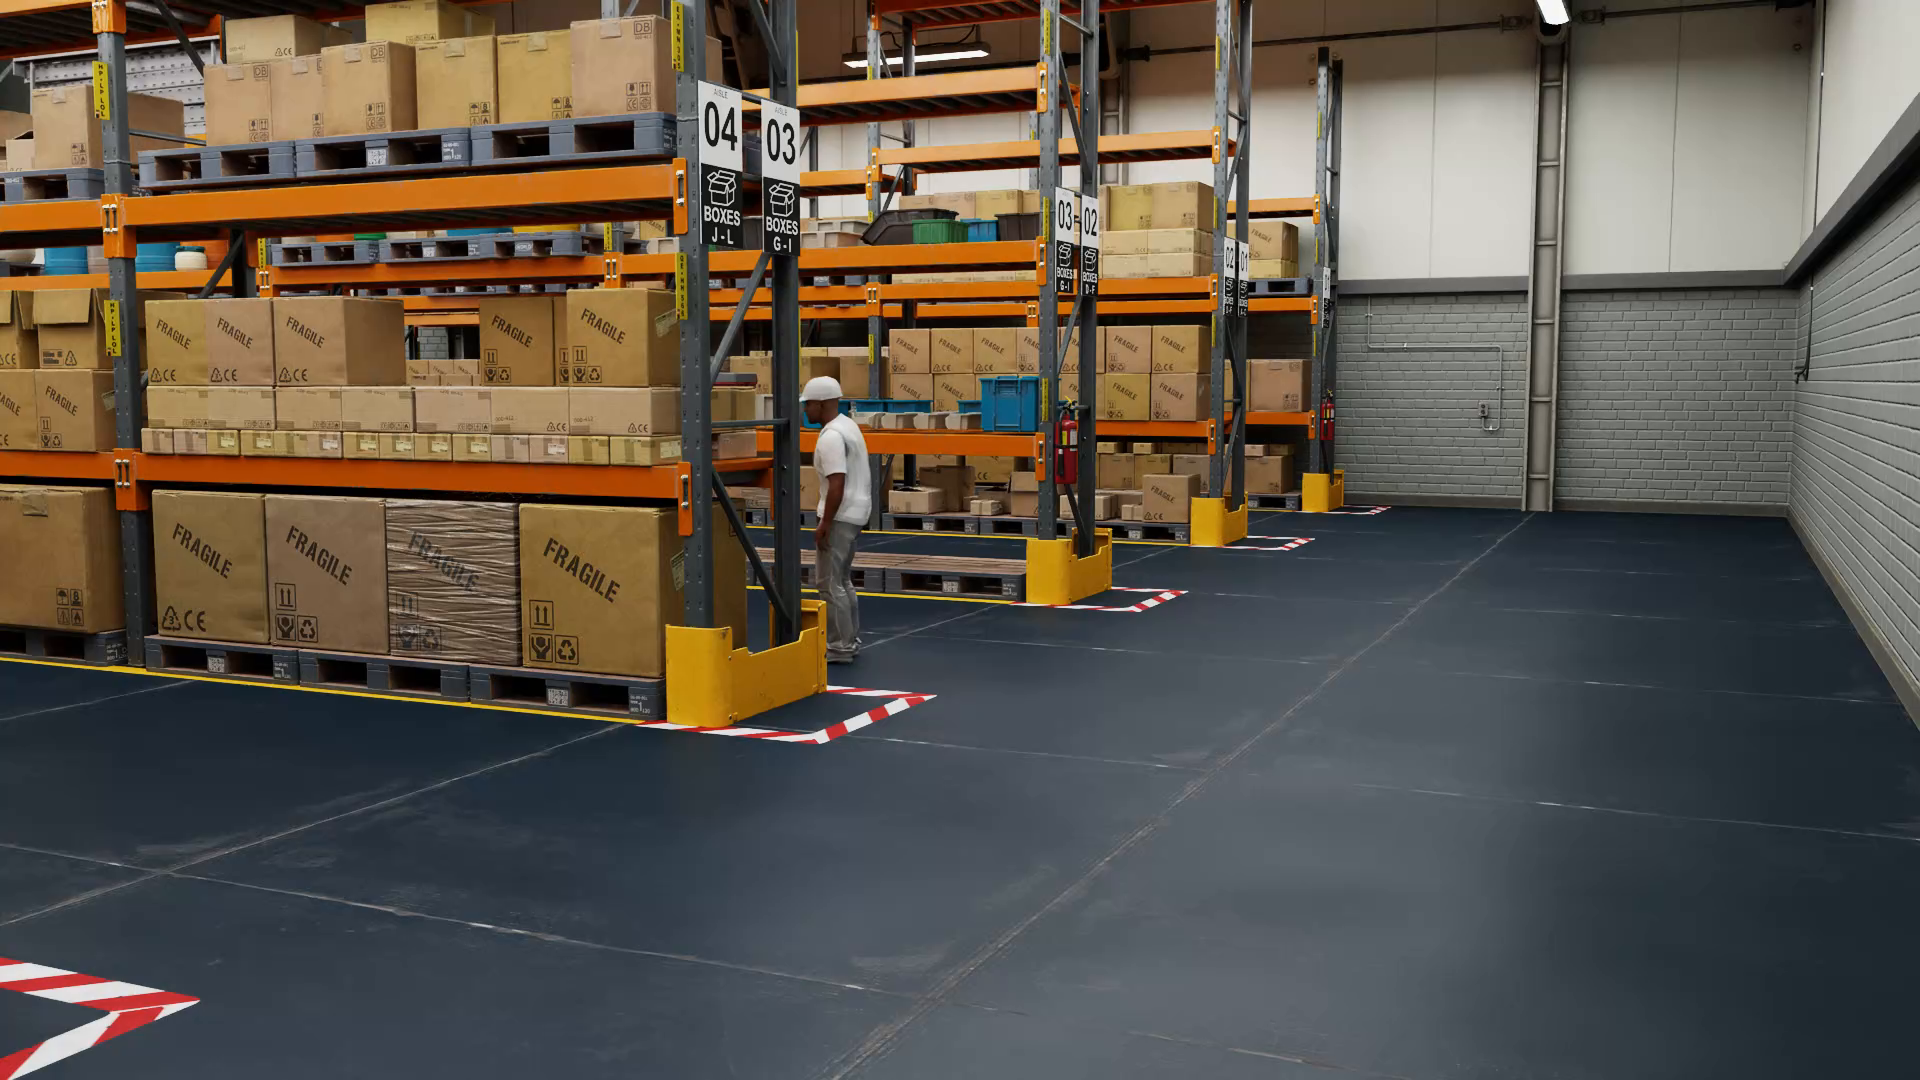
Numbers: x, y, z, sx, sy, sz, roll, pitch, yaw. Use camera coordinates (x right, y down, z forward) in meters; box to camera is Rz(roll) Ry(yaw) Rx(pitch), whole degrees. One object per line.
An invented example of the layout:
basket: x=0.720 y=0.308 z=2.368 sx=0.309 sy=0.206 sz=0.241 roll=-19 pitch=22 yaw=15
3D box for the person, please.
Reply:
person: x=-0.779 y=-0.128 z=10.272 sx=0.457 sy=1.760 sz=0.635 roll=1 pitch=6 yaw=5
